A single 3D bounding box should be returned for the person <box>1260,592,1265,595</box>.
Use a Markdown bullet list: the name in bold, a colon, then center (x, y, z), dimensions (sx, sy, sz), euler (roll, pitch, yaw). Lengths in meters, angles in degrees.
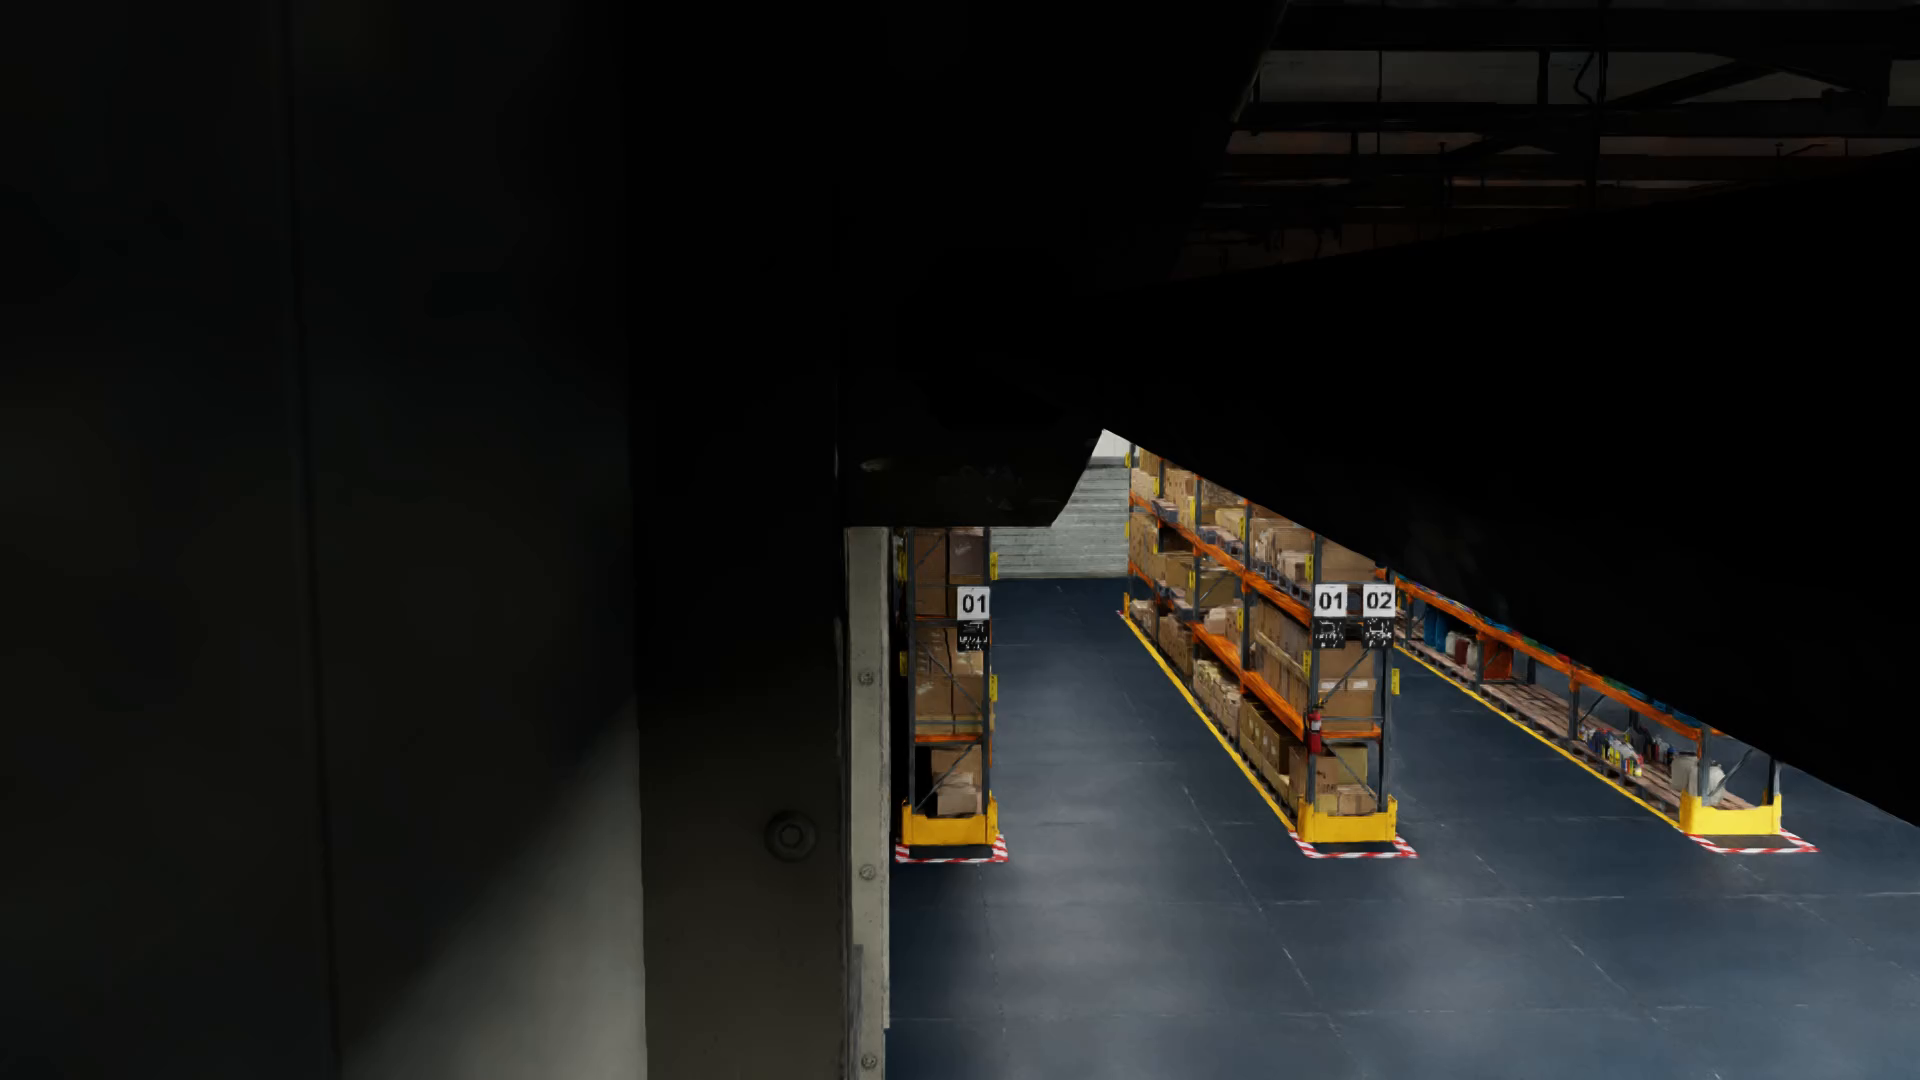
- **person**: center (6.966, 0.526, 39.124), dimensions (0.497, 1.583, 1.090), euler (0, 7, 0)
